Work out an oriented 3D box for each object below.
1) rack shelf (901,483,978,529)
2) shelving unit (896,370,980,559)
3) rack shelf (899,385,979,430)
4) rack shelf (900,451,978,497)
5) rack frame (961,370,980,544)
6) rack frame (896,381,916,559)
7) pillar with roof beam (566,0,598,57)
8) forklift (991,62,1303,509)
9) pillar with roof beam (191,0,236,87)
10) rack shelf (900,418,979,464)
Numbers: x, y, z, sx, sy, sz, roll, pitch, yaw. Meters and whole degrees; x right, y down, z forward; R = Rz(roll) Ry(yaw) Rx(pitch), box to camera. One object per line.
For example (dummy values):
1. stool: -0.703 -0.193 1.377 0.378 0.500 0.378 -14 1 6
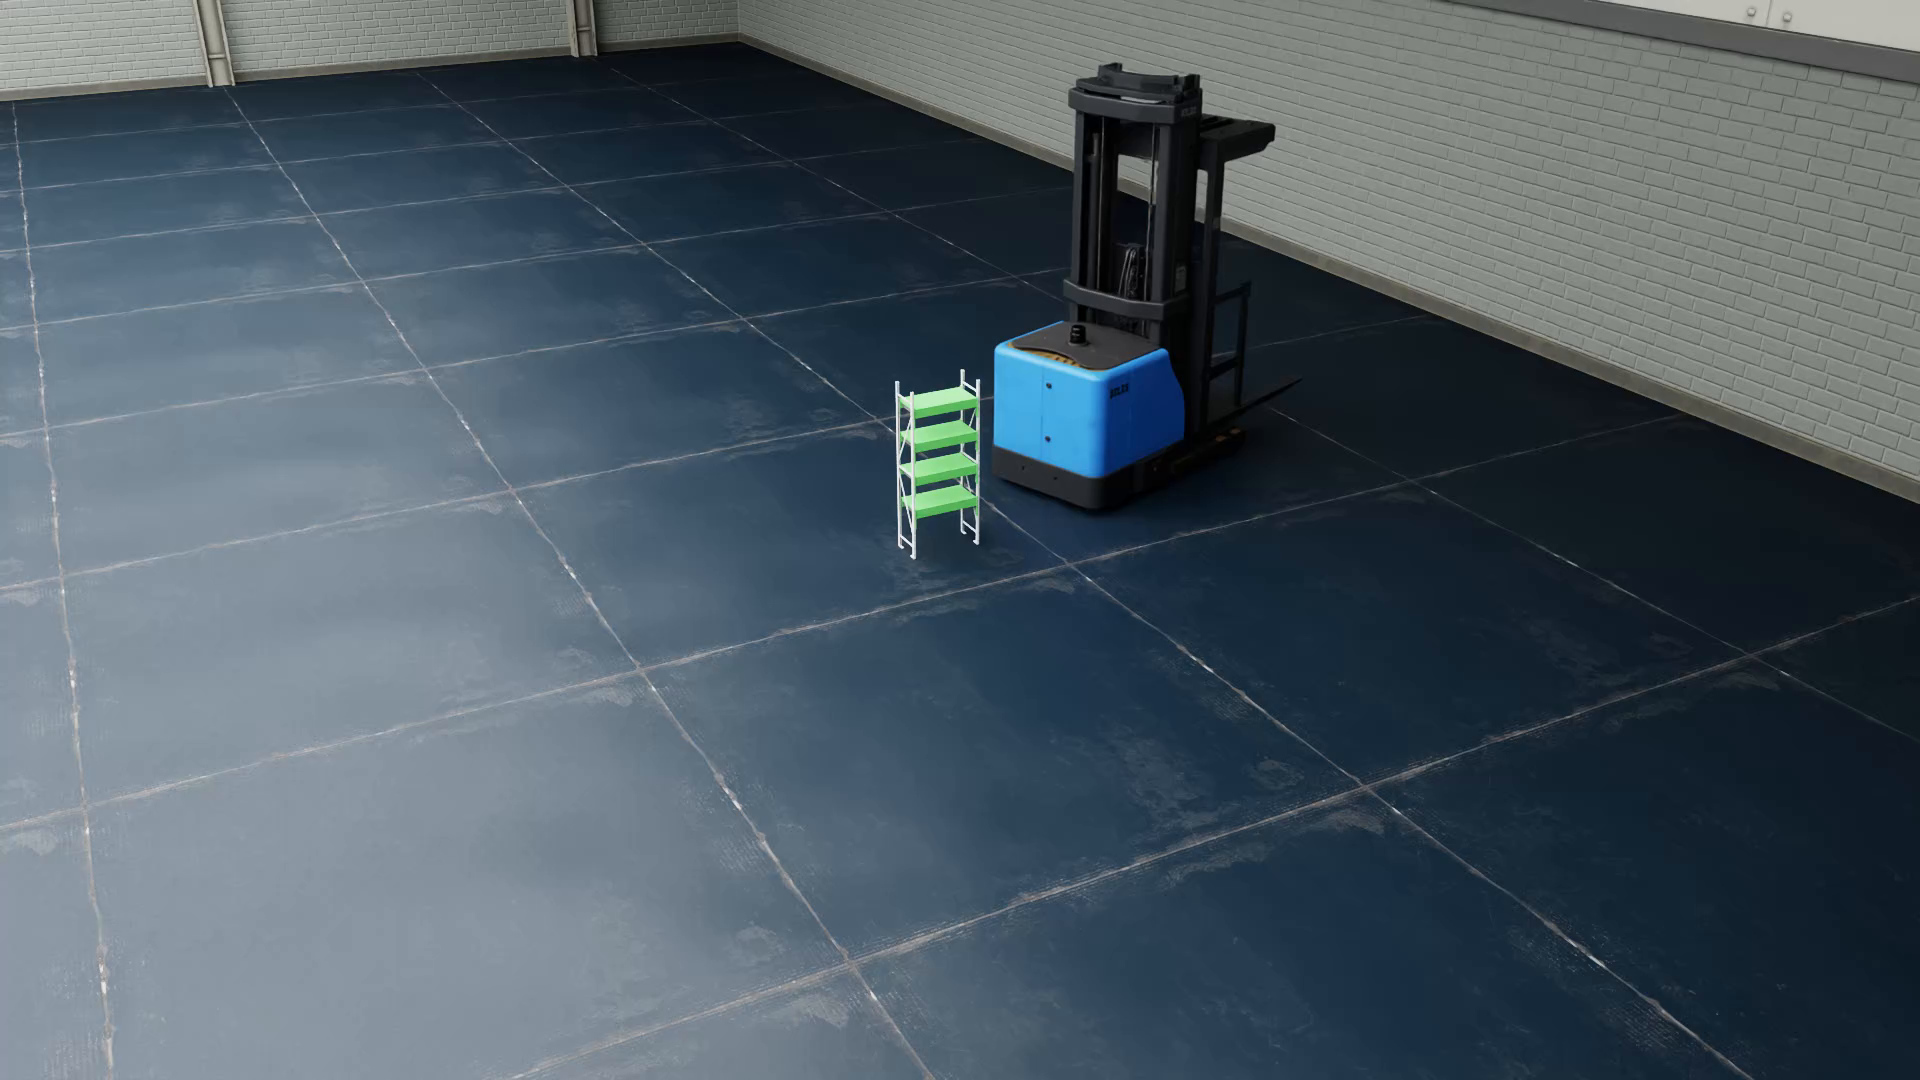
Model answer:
1. rack shelf: -0.146 -0.233 11.354 0.480 0.148 0.258 -13 29 -25
2. shelving unit: -0.146 -0.507 11.222 0.503 1.200 0.258 -13 29 -25
3. rack shelf: -0.146 -0.882 11.042 0.480 0.148 0.258 -13 29 -25
4. rack shelf: -0.146 -0.450 11.250 0.480 0.148 0.258 -13 29 -25
5. rack frame: 0.069 -0.557 11.326 0.015 1.200 0.240 -13 29 -25
6. rack frame: -0.361 -0.457 11.119 0.015 1.200 0.240 -13 29 -25
7. pillar with roof beam: -4.624 -11.000 24.067 0.400 9.000 9.100 -13 29 -25
8. forklift: 1.599 -2.094 12.528 1.130 2.935 3.031 21 33 37
9. pillar with roof beam: -9.918 -9.778 21.521 0.400 9.000 9.100 -13 29 -25
10. rack shelf: -0.146 -0.666 11.146 0.480 0.148 0.258 -13 29 -25
